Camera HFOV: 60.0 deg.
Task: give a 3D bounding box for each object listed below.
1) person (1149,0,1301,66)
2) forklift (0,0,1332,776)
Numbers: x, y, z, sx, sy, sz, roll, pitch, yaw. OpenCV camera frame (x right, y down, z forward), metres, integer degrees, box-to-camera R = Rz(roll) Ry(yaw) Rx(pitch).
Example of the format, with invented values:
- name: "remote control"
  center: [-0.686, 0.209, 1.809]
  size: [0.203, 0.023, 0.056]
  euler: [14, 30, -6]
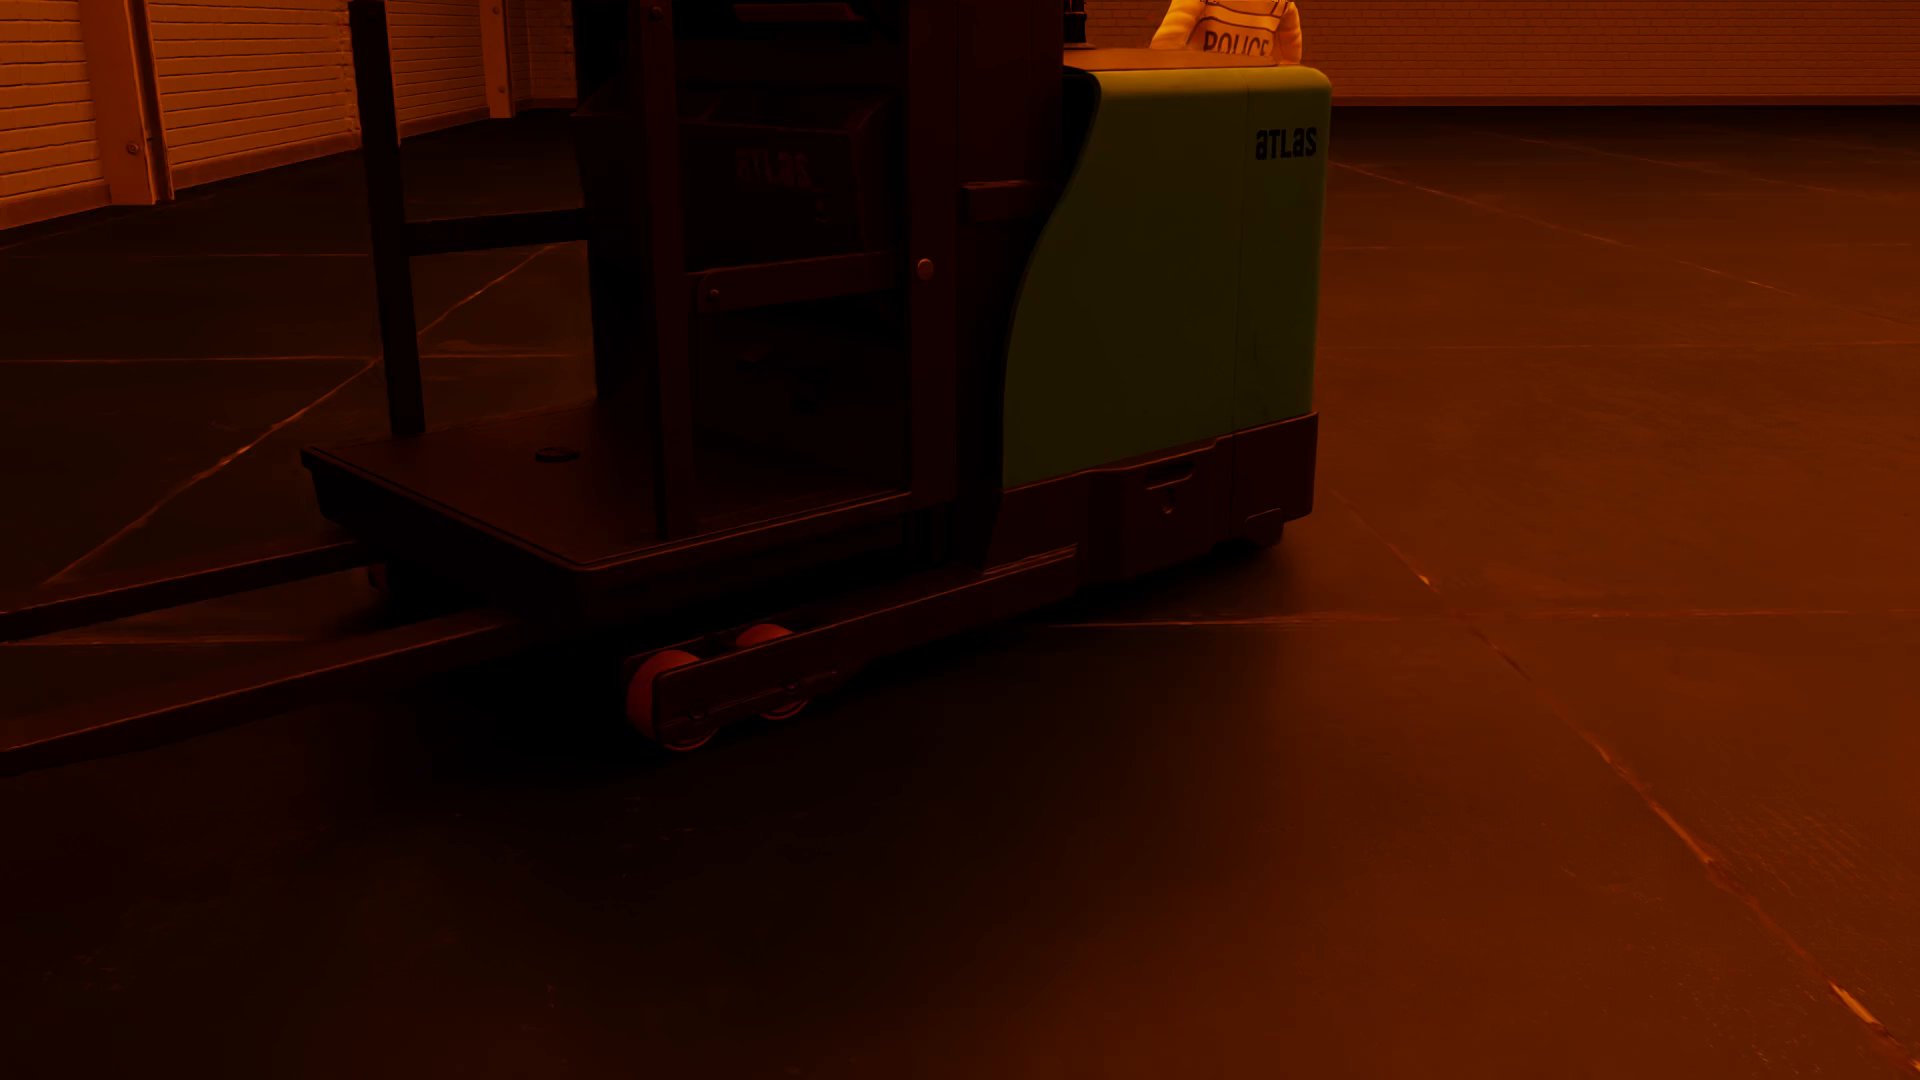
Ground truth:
- name: "person"
  center: [0.852, -1.356, 5.677]
  size: [0.654, 1.613, 0.671]
  euler: [-1, 17, -4]
- name: "forklift"
  center: [-0.599, -1.221, 2.900]
  size: [3.031, 2.935, 1.130]
  euler: [-15, 23, -40]
